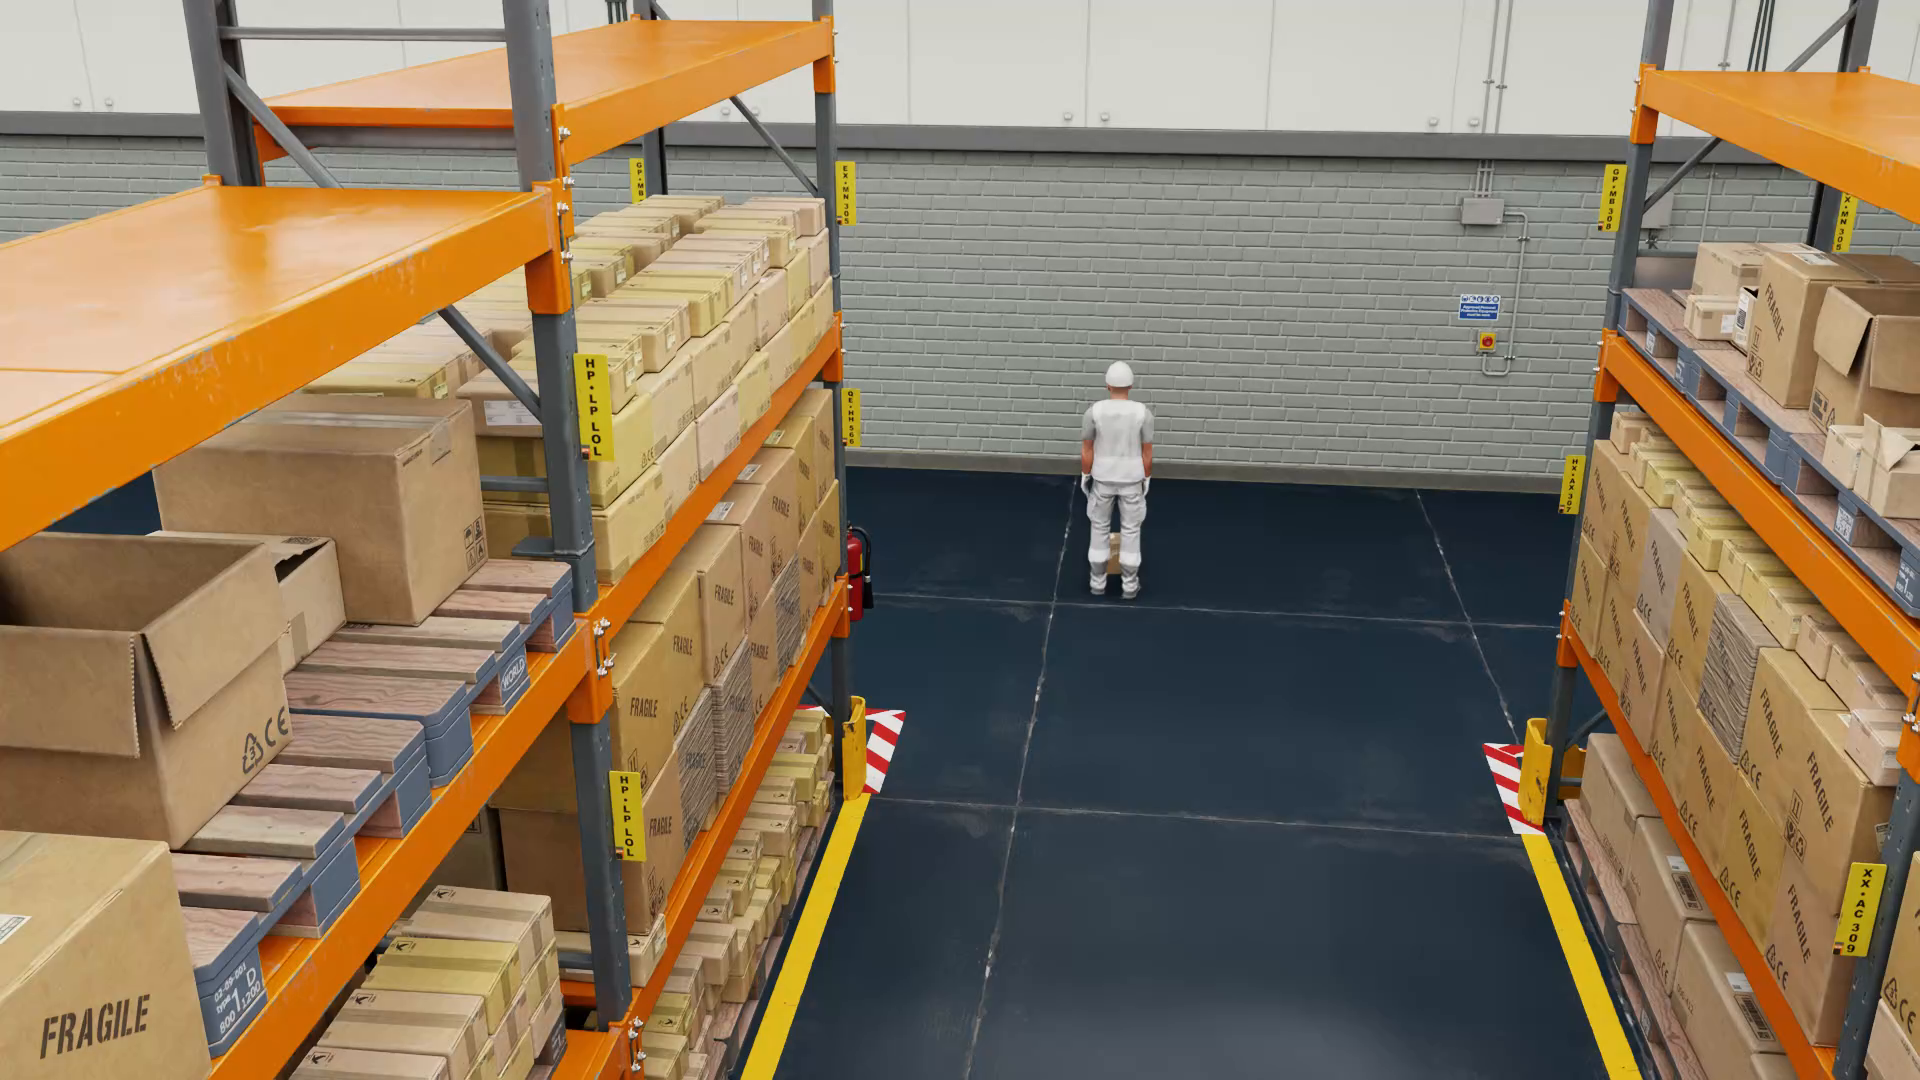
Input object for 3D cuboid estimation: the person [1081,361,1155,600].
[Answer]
[{"bbox_3d":[1.150,-0.447,12.215,0.524,1.786,0.352,3,21,8],"label":"person"}]
